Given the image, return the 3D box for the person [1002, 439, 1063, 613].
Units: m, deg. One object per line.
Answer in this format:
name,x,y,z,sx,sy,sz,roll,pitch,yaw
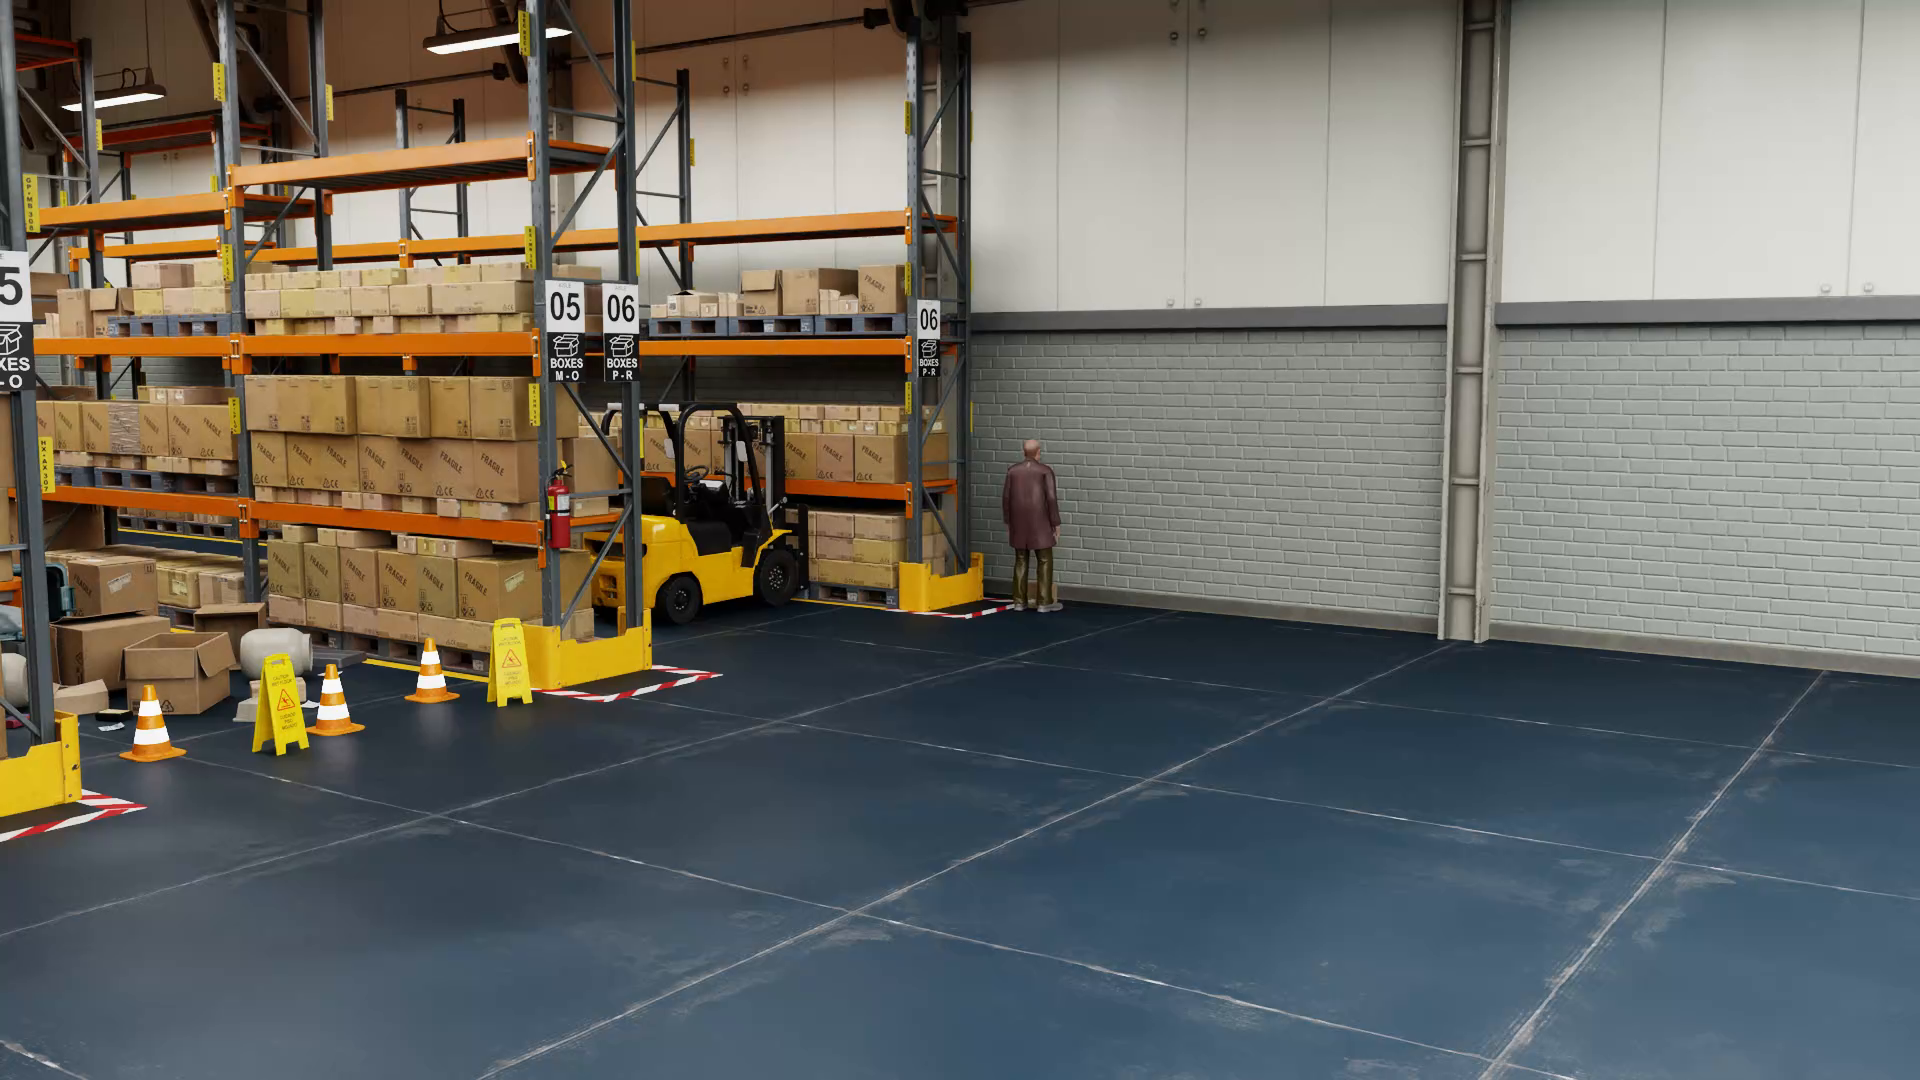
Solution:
person,0.743,-0.152,17.168,0.642,1.774,0.424,3,7,26
